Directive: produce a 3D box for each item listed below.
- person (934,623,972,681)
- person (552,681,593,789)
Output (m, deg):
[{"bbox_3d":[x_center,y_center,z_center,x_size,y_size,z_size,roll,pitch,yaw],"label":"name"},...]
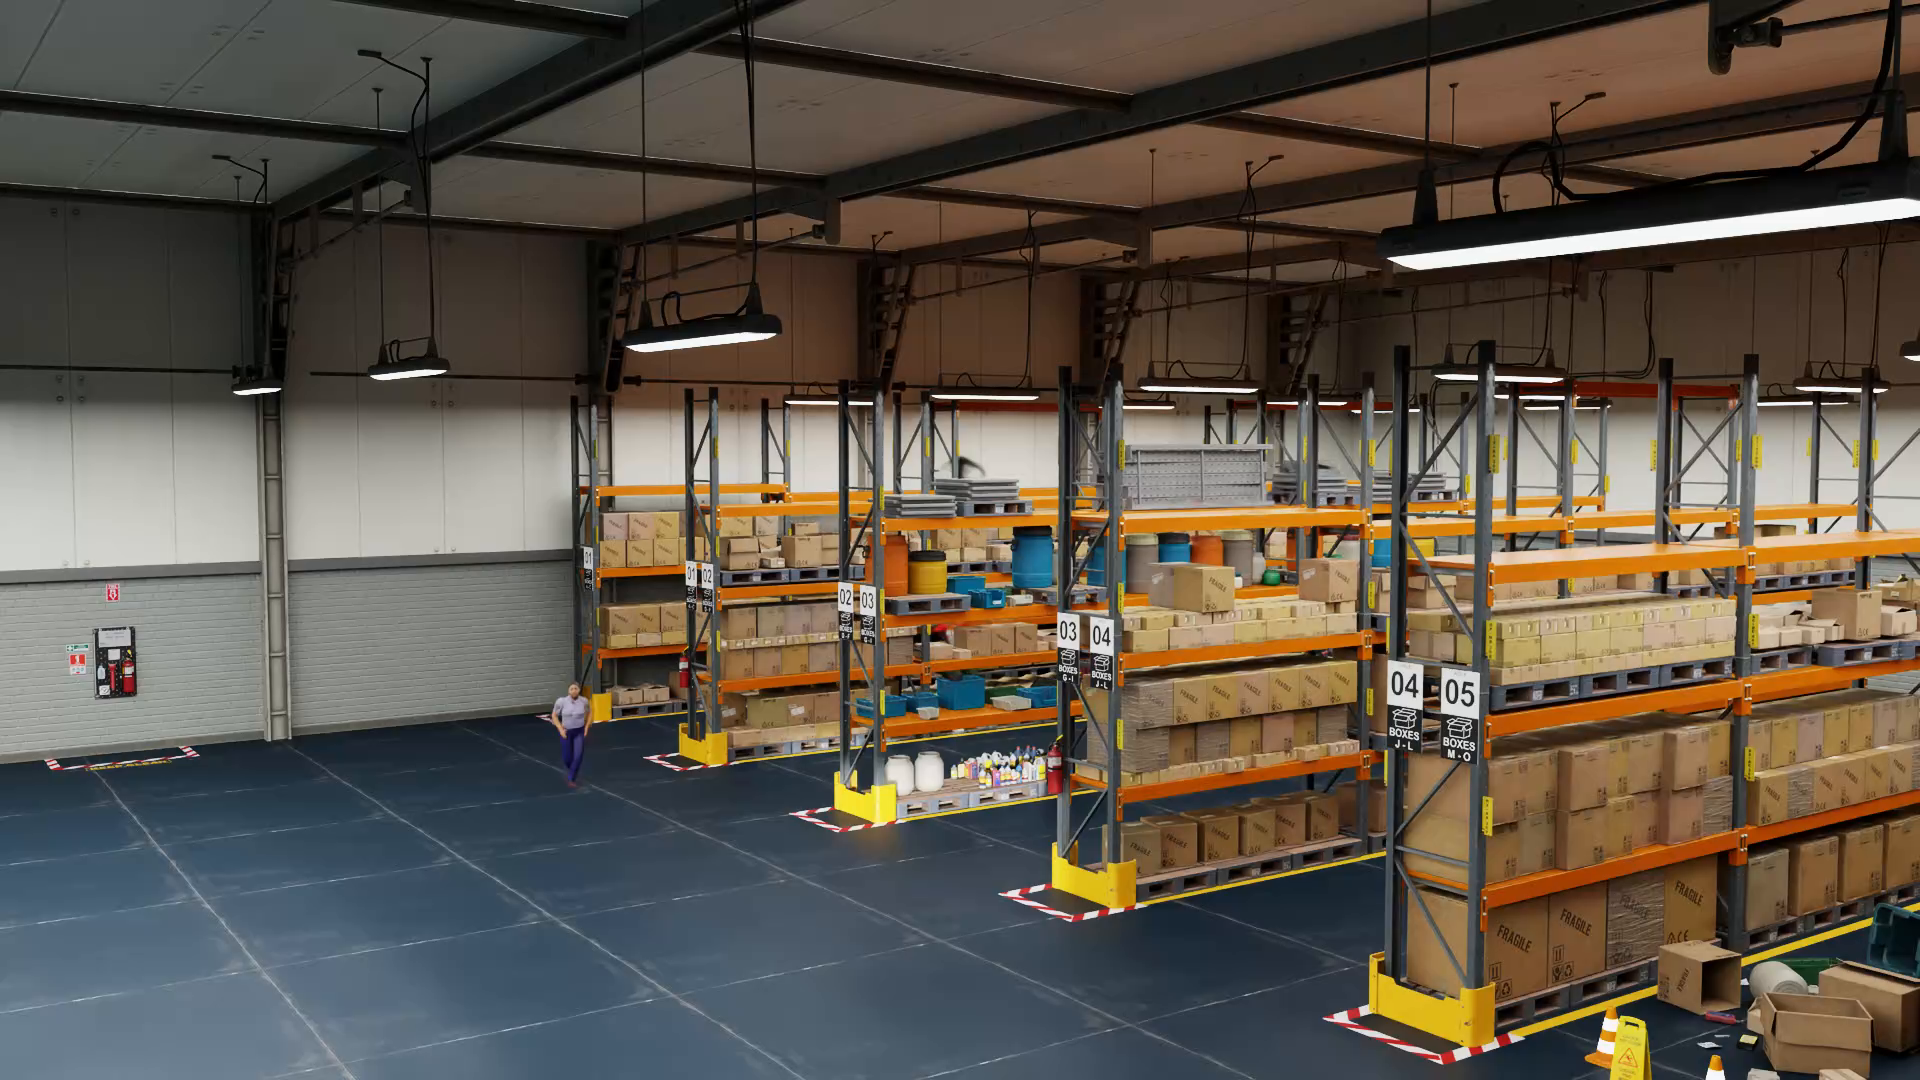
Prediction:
[{"bbox_3d":[-0.027,2.405,33.207,1.168,1.553,0.667,-2,4,-27],"label":"person"},{"bbox_3d":[-5.789,2.890,24.837,0.598,1.604,0.563,-1,4,-17],"label":"person"}]
